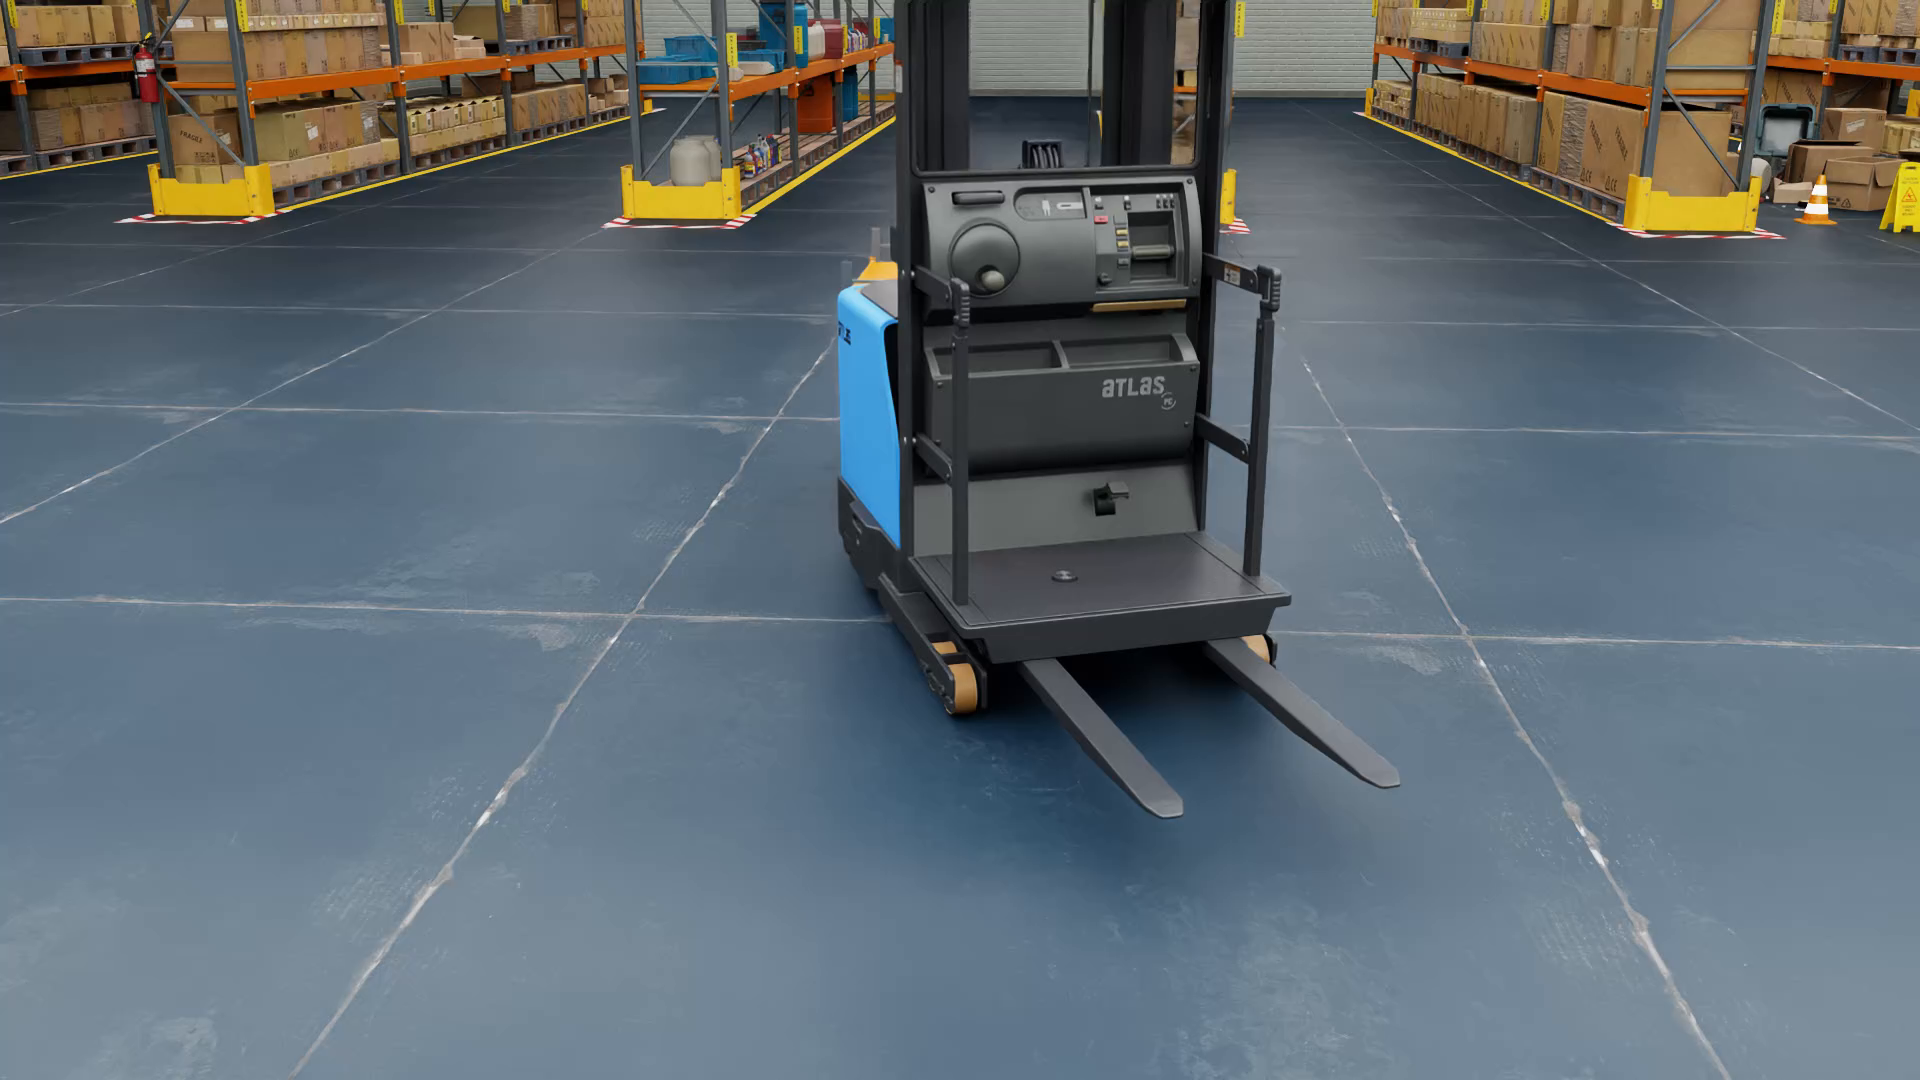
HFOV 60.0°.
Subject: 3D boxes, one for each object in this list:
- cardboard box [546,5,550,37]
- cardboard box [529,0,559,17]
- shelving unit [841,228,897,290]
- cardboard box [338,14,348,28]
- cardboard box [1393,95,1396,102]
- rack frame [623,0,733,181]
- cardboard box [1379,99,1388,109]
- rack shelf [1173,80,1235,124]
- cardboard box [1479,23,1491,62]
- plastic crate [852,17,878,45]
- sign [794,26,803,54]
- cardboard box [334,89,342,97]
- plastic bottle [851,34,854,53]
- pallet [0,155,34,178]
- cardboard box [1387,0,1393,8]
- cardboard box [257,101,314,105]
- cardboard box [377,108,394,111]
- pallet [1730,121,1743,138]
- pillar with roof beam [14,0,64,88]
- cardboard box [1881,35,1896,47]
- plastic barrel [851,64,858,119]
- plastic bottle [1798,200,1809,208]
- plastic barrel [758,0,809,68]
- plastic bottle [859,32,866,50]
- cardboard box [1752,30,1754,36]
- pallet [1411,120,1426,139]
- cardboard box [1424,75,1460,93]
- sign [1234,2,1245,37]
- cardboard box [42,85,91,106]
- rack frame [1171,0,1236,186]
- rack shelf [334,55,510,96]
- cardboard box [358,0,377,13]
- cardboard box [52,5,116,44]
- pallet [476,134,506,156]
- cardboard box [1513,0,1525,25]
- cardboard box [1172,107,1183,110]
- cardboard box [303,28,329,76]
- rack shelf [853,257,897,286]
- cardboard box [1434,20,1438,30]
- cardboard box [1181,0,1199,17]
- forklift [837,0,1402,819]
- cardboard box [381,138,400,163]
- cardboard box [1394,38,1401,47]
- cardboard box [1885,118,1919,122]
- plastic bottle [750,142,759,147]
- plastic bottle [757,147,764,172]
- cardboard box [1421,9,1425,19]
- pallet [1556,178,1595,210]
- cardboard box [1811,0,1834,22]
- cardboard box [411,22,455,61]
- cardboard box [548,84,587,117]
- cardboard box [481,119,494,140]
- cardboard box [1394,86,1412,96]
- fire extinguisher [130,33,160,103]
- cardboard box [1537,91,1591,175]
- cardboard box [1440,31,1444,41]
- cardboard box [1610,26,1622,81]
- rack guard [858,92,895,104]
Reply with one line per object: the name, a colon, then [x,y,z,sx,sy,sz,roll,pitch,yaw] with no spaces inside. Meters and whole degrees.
cardboard box: [-7.121,-8.443,27.039,0.700,0.500,0.500,4,19,13]
cardboard box: [-7.100,-9.239,28.535,0.500,0.500,0.500,1,18,4]
shelving unit: [-0.198,-0.749,7.403,0.538,1.125,1.048,1,18,4]
cardboard box: [-7.332,-6.019,19.274,0.380,0.149,0.250,1,18,4]
cardboard box: [7.902,-7.852,29.494,0.380,0.149,0.250,2,18,7]
rack frame: [-2.798,-4.715,16.494,1.000,3.000,0.127,1,18,4]
cardboard box: [7.797,-7.883,30.068,0.380,0.149,0.250,2,18,5]
rack shelf: [2.286,-4.883,18.165,1.077,0.370,4.000,1,18,4]
cardboard box: [7.321,-6.703,22.401,0.500,0.500,0.500,1,18,3]
plastic crate: [-1.623,-8.772,28.678,0.402,0.464,0.583,1,18,4]
sign: [-1.963,-6.073,20.195,0.100,0.325,0.005,1,18,4]
cardboard box: [-11.624,-8.060,30.045,0.700,0.500,0.500,1,18,3]
plastic bottle: [-1.703,-7.800,26.097,0.061,0.283,0.133,1,18,4]
pallet: [-12.405,-4.644,20.756,1.003,0.211,1.213,1,18,4]
cardboard box: [7.843,-9.644,29.294,0.500,0.500,0.500,1,18,3]
cardboard box: [-7.868,-4.870,19.507,0.500,0.500,0.500,1,18,4]
cardboard box: [-7.677,-5.522,21.799,0.500,0.311,0.500,2,18,5]
pallet: [12.907,-6.543,26.554,1.003,0.211,1.213,1,18,4]
pillar with roof beam: [-8.768,-9.791,22.351,9.100,9.000,0.400,1,18,4]
cardboard box: [12.293,-6.518,21.728,0.380,0.149,0.250,2,18,7]
plastic barrel: [-1.993,-7.476,27.615,0.600,0.901,0.708,1,18,4]
plastic bottle: [9.071,-3.594,17.793,0.133,0.061,0.283,-5,19,-15]
plastic barrel: [-2.181,-6.309,20.553,0.600,0.901,0.708,1,18,4]
plastic bottle: [-1.643,-8.253,27.492,0.152,0.276,0.135,1,18,4]
cardboard box: [12.565,-7.983,25.908,0.500,0.250,0.500,2,18,5]
pallet: [7.888,-6.622,26.794,1.003,0.211,1.213,1,18,4]
cardboard box: [7.591,-7.168,26.117,0.500,0.250,0.500,2,18,5]
sign: [2.684,-5.004,15.985,0.100,0.325,0.005,1,18,4]
cardboard box: [-12.295,-6.083,22.775,0.500,0.250,0.500,1,18,2]
rack frame: [2.143,-4.604,16.157,1.000,3.000,0.127,1,18,4]
rack shelf: [-7.308,-6.348,22.634,1.077,0.370,4.000,1,18,4]
cardboard box: [-7.477,-6.595,19.988,0.700,0.500,0.500,1,18,4]
cardboard box: [-12.197,-7.143,23.039,0.700,0.500,0.500,1,18,4]
pallet: [-7.262,-5.731,24.075,1.003,0.211,1.213,1,18,4]
cardboard box: [7.508,-6.855,21.260,0.700,0.500,0.500,1,18,3]
cardboard box: [2.627,-5.553,22.360,0.700,0.500,0.500,3,18,9]
cardboard box: [-7.584,-5.500,18.729,0.700,0.500,0.500,2,18,6]
rack shelf: [-0.198,-1.027,7.312,0.538,0.278,1.000,1,18,4]
cardboard box: [7.328,-7.733,24.956,0.380,0.149,0.250,2,18,5]
cardboard box: [2.454,-5.433,16.442,0.500,0.500,0.500,1,18,4]
forklift: [0.402,-0.976,5.195,1.130,2.935,3.031,-5,19,-15]
cardboard box: [-7.267,-4.813,20.535,0.500,0.250,0.500,1,18,4]
cardboard box: [7.770,-8.651,28.910,0.380,0.149,0.250,2,18,5]
cardboard box: [12.505,-5.414,22.174,0.950,0.372,0.625,1,18,3]
plastic bottle: [-2.433,-4.601,19.816,0.152,0.276,0.135,1,18,4]
plastic bottle: [-2.311,-4.384,19.160,0.097,0.271,0.097,0,18,0]
cardboard box: [7.401,-8.196,25.893,0.380,0.149,0.250,1,18,3]
pallet: [7.152,-3.765,18.074,1.003,0.211,1.213,1,18,4]
cardboard box: [12.377,-7.557,23.401,0.500,0.500,0.500,1,18,2]
cardboard box: [-7.269,-6.837,22.811,0.500,0.500,0.500,0,18,1]
cardboard box: [-6.627,-7.415,28.043,0.500,0.500,0.500,1,18,4]
cardboard box: [-6.992,-5.875,23.777,0.500,0.250,0.500,1,18,3]
cardboard box: [7.722,-7.756,28.723,0.380,0.149,0.250,0,18,1]
fire extinguisher: [-8.210,-4.763,16.767,0.296,0.674,0.183,1,18,4]
cardboard box: [7.254,-4.701,19.189,0.875,0.875,0.875,2,18,5]
cardboard box: [7.292,-7.425,24.494,0.380,0.149,0.250,1,18,3]
cardboard box: [7.247,-4.992,17.100,0.875,0.550,0.550,1,18,4]
rack guard: [-1.662,-8.504,32.073,1.175,0.500,0.348,1,18,4]
